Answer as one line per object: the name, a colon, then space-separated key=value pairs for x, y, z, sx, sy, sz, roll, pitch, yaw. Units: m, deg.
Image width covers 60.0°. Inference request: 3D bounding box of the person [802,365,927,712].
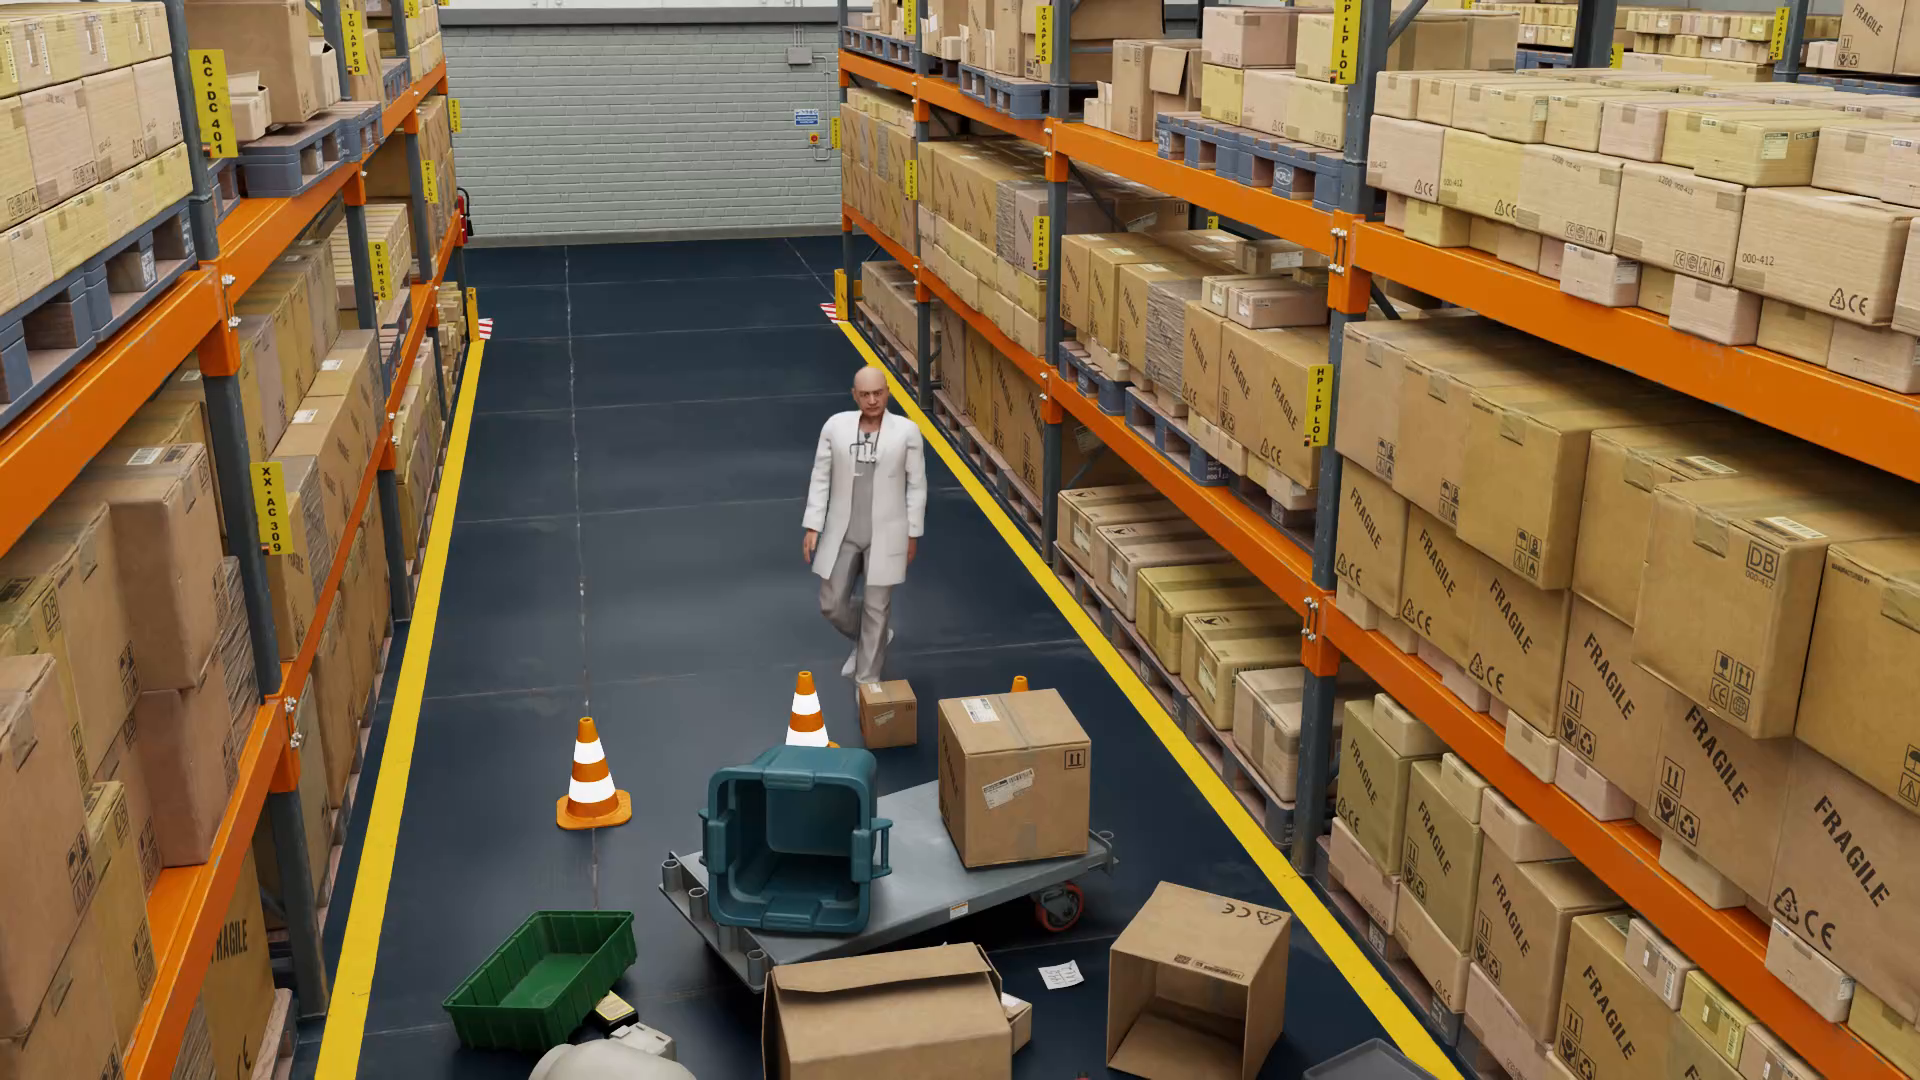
person: x=-0.499 y=-0.026 z=8.616 sx=0.636 sy=1.775 sz=0.636 roll=3 pitch=20 yaw=10
